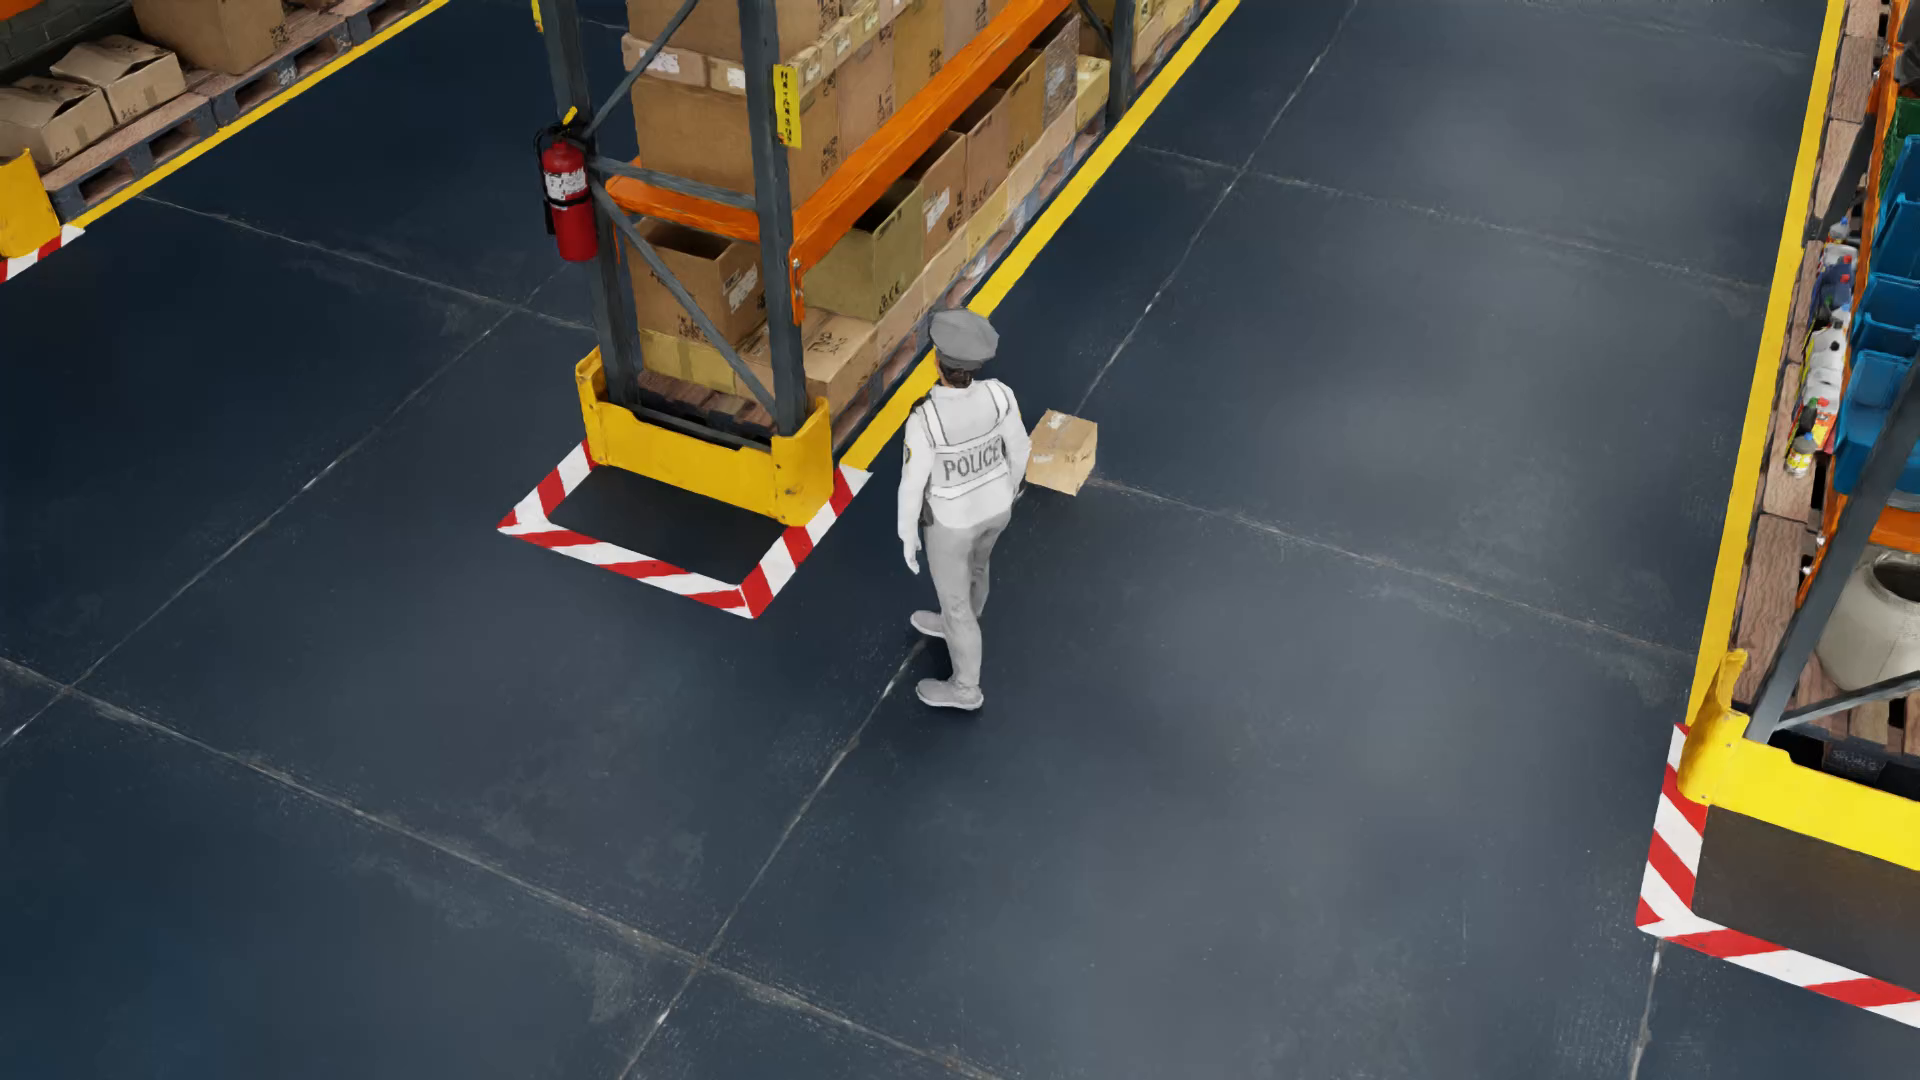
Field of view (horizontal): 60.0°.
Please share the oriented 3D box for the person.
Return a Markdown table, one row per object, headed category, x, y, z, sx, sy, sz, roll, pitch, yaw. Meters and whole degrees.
| category | x | y | z | sx | sy | sz | roll | pitch | yaw |
| --- | --- | --- | --- | --- | --- | --- | --- | --- | --- |
| person | -0.004 | -0.125 | 6.285 | 0.575 | 1.667 | 0.565 | -26 | 48 | -26 |
